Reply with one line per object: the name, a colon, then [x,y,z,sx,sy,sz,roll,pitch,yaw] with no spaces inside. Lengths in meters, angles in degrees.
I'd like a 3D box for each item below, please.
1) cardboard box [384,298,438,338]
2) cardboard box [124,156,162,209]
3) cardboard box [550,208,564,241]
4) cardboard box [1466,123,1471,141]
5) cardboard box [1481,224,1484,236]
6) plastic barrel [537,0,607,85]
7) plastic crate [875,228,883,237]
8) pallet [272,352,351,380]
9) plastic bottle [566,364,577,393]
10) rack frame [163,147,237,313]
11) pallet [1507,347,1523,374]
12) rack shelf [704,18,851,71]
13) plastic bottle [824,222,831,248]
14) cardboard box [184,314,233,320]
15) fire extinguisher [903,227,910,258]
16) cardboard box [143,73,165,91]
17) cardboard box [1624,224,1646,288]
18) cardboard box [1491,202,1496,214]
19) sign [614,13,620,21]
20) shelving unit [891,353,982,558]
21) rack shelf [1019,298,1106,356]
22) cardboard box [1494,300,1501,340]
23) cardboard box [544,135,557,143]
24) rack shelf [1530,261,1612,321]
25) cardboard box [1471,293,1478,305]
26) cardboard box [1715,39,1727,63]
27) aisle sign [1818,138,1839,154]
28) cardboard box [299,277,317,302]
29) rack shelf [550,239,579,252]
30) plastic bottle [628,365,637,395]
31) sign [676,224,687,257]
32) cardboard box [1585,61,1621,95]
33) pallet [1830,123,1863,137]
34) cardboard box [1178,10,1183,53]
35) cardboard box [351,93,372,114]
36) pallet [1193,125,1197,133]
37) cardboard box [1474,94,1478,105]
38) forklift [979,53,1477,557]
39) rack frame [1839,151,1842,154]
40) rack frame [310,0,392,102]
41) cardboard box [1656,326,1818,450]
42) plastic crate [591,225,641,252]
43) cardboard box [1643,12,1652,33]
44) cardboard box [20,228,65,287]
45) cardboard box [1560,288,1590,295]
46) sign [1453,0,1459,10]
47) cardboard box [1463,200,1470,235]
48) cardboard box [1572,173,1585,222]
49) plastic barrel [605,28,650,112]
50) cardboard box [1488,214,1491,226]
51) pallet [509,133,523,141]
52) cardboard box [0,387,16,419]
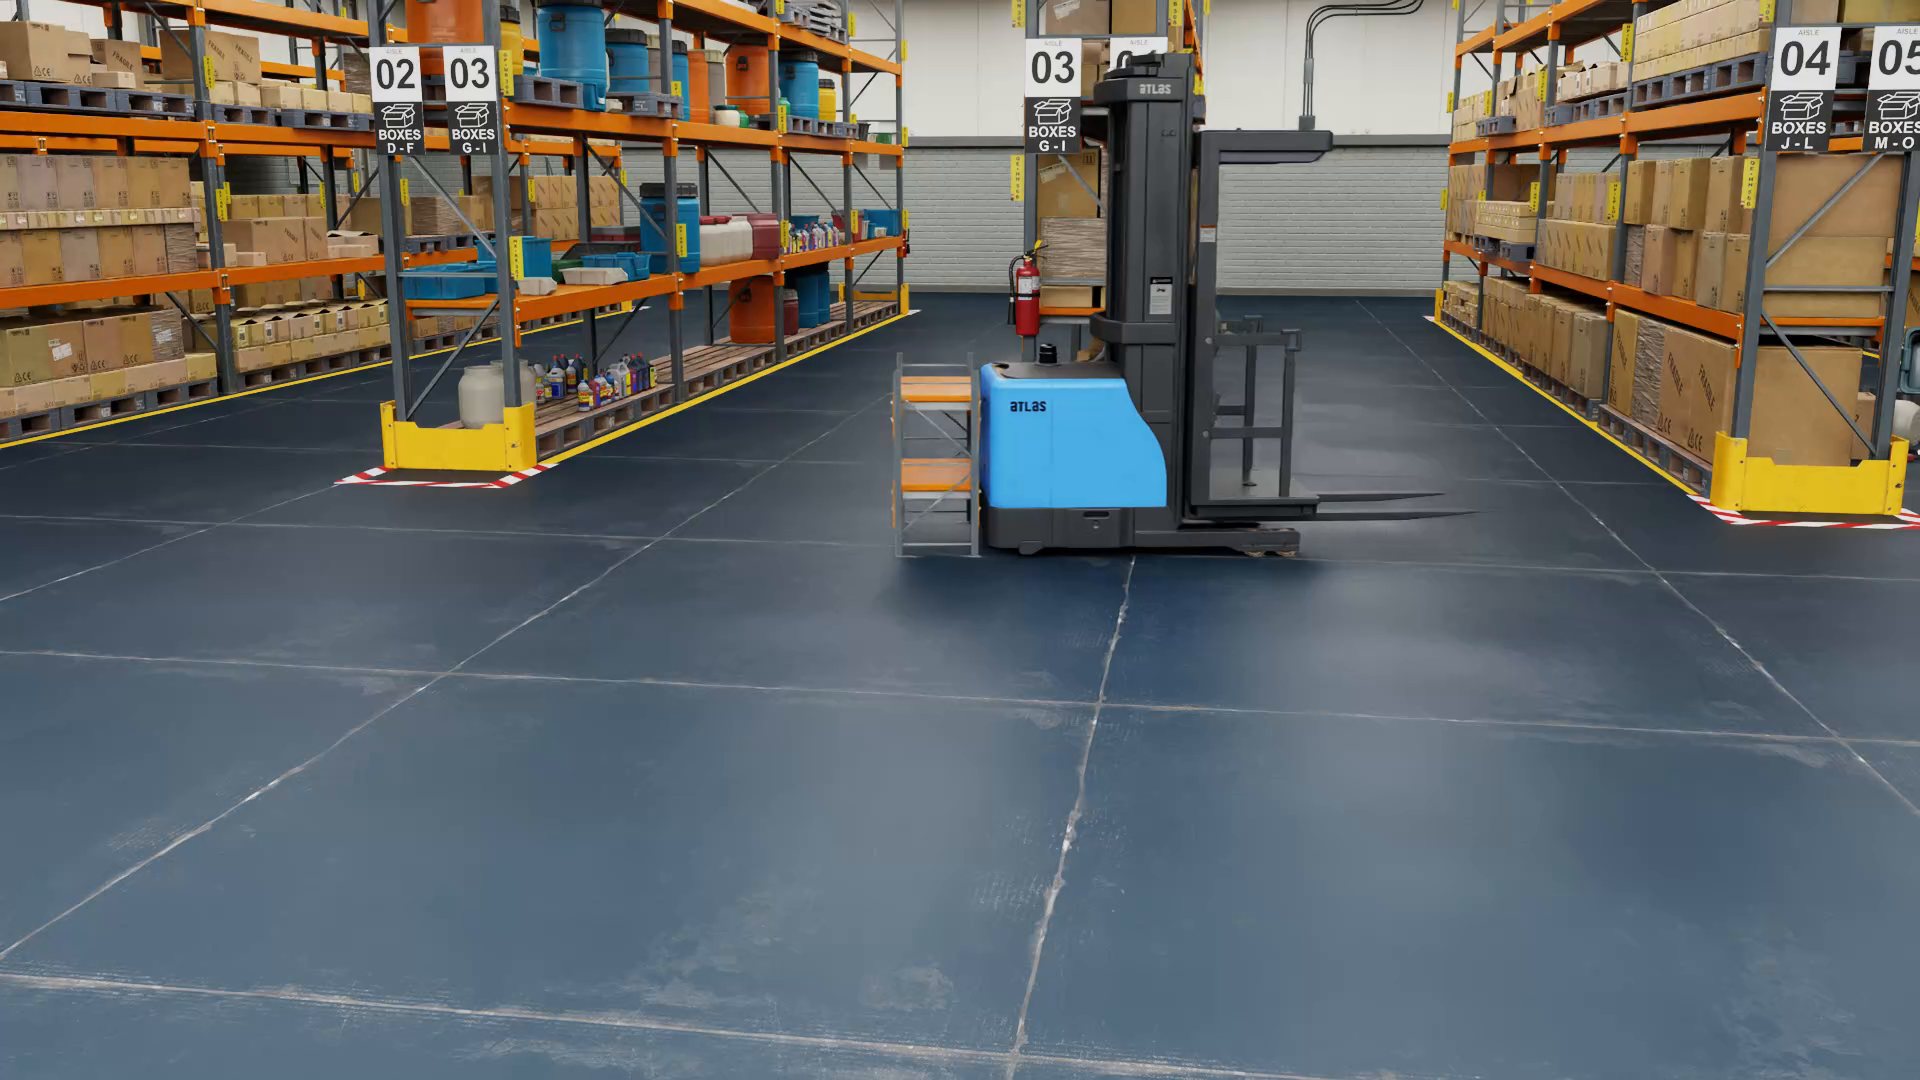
cardboard box: [-7.242,-2.941,21.909,0.500,0.500,0.500,2,12,11]
cardboard box: [-8.348,-3.515,16.366,0.700,0.500,0.500,2,12,9]
cardboard box: [-6.556,-4.948,26.094,0.500,0.500,0.500,2,12,10]
cardboard box: [7.746,-6.008,24.486,0.500,0.250,0.500,2,12,8]
cardboard box: [7.100,-4.097,21.984,0.380,0.149,0.250,2,12,9]
plastic barrel: [-3.574,-4.581,15.325,0.600,0.901,0.708,2,12,9]
plastic crate: [-1.475,-5.031,27.203,0.396,0.136,0.243,2,12,9]
pallet: [-7.949,-2.076,19.624,1.003,0.211,1.213,2,12,9]
plastic bottle: [-3.753,-1.561,16.048,0.097,0.271,0.097,0,12,0]
rack frame: [-11.874,-4.855,25.900,1.000,3.000,0.127,2,12,9]
pallet: [7.201,-2.158,20.007,1.003,0.211,1.213,2,12,9]
rack shelf: [-2.393,-6.503,21.964,1.077,0.370,4.000,2,12,9]
plastic bottle: [-1.903,-4.308,23.478,0.144,0.351,0.185,2,12,9]
cardboard box: [-8.357,-2.367,18.555,0.500,0.311,0.500,2,12,10]
fire extinguisher: [-0.998,-5.163,28.399,0.296,0.674,0.183,2,12,9]
cardboard box: [-12.139,-6.773,24.618,0.500,0.250,0.500,3,12,13]
cardboard box: [6.419,-2.522,14.721,0.875,0.550,0.550,2,12,9]
cardboard box: [6.981,-4.228,21.181,0.380,0.149,0.250,2,12,11]
sign: [-5.819,-8.972,28.172,0.100,0.325,0.005,2,12,9]
shelving unit: [-0.152,-0.555,10.397,0.538,1.125,1.048,0,12,-1]
rack shelf: [1.271,-1.940,14.082,1.077,0.370,4.000,2,12,9]
cardboard box: [7.172,-2.810,21.348,0.500,0.500,0.500,2,12,10]
cardboard box: [-6.579,-6.285,25.773,0.500,0.250,0.500,2,12,9]
rack shelf: [6.771,-2.591,17.103,1.077,0.370,4.000,2,12,9]
cardboard box: [7.492,-3.431,23.651,0.380,0.149,0.250,2,12,9]
cardboard box: [5.683,-3.530,11.994,0.380,0.149,0.250,2,12,9]
aisle sign: [13.533,-6.161,25.788,0.394,0.787,0.004,2,12,9]
cardboard box: [-11.422,-4.313,28.322,0.700,0.500,0.500,1,12,7]
rack shelf: [-6.672,-4.760,27.166,1.077,0.370,4.000,2,12,9]
plastic bottle: [-3.143,-1.537,15.908,0.061,0.283,0.133,3,12,12]
sign: [-2.774,-2.984,16.560,0.100,0.325,0.005,2,12,9]
cardboard box: [6.516,-4.575,16.460,0.500,0.311,0.500,1,12,7]
pallet: [12.927,-5.898,23.833,1.003,0.211,1.213,2,12,9]
cardboard box: [1.761,-4.511,15.055,0.500,0.500,0.500,2,12,7]
cardboard box: [-7.608,-5.364,20.504,0.500,0.250,0.500,1,12,4]
pallet: [2.240,-5.050,20.136,1.213,0.211,1.003,2,12,11]
cardboard box: [7.646,-6.368,24.024,0.380,0.149,0.250,2,12,8]
forklift: [1.655,-1.442,10.226,3.031,2.935,1.130,-1,12,-3]
rack frame: [13.216,-4.885,26.039,1.000,3.000,0.127,2,12,9]
rack frame: [-7.594,-6.795,20.663,1.000,3.000,0.127,2,12,9]
cardboard box: [6.021,-1.187,12.926,0.875,0.875,0.875,2,12,8]
plastic crate: [-3.544,-3.010,17.190,0.402,0.464,0.583,2,12,9]
cardboard box: [6.034,-4.396,14.119,0.380,0.149,0.250,2,12,8]
cardboard box: [-8.582,-2.555,14.993,0.700,0.500,0.500,2,12,9]
cardboard box: [7.424,-2.844,19.728,0.500,0.250,0.500,1,12,6]
sign: [7.773,-8.470,26.029,0.100,0.325,0.005,2,12,9]
cardboard box: [7.648,-4.707,24.272,0.500,0.500,0.500,2,12,8]
cardboard box: [6.847,-3.591,17.426,0.700,0.500,0.500,2,12,8]
plastic barrel: [-3.452,-4.693,16.838,0.600,0.901,0.708,2,12,9]
cardboard box: [7.023,-4.134,21.450,0.380,0.149,0.250,2,12,11]
pallet: [-7.149,-5.936,24.243,1.213,0.211,1.003,2,12,9]
cardboard box: [-8.522,-1.163,14.297,0.500,0.250,0.500,2,12,9]
